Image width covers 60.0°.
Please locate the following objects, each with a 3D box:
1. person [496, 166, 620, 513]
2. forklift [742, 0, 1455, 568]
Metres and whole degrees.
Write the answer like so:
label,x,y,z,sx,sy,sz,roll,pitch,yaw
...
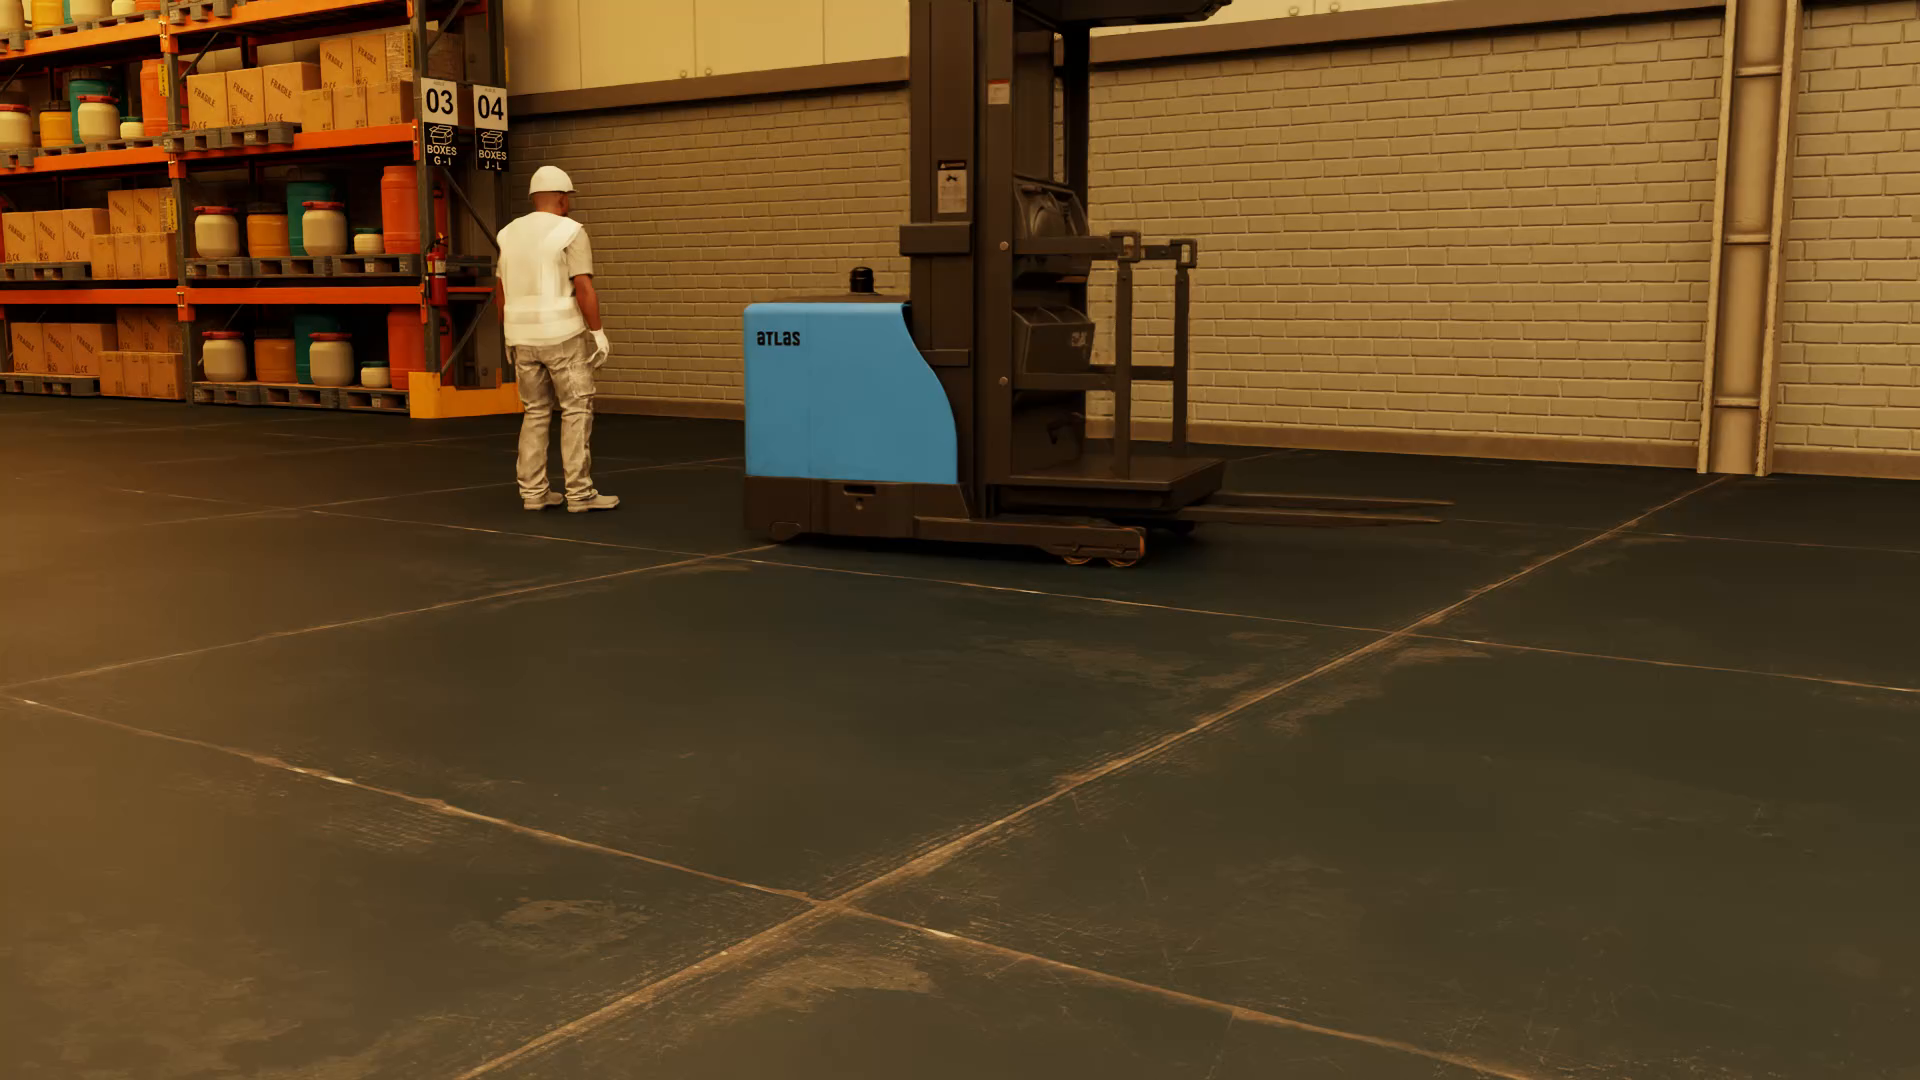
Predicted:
label,x,y,z,sx,sy,sz,roll,pitch,yaw
person,-2.121,-1.043,8.645,0.632,1.776,0.444,4,9,25
forklift,0.591,-1.422,7.193,3.031,2.935,1.130,3,9,21
